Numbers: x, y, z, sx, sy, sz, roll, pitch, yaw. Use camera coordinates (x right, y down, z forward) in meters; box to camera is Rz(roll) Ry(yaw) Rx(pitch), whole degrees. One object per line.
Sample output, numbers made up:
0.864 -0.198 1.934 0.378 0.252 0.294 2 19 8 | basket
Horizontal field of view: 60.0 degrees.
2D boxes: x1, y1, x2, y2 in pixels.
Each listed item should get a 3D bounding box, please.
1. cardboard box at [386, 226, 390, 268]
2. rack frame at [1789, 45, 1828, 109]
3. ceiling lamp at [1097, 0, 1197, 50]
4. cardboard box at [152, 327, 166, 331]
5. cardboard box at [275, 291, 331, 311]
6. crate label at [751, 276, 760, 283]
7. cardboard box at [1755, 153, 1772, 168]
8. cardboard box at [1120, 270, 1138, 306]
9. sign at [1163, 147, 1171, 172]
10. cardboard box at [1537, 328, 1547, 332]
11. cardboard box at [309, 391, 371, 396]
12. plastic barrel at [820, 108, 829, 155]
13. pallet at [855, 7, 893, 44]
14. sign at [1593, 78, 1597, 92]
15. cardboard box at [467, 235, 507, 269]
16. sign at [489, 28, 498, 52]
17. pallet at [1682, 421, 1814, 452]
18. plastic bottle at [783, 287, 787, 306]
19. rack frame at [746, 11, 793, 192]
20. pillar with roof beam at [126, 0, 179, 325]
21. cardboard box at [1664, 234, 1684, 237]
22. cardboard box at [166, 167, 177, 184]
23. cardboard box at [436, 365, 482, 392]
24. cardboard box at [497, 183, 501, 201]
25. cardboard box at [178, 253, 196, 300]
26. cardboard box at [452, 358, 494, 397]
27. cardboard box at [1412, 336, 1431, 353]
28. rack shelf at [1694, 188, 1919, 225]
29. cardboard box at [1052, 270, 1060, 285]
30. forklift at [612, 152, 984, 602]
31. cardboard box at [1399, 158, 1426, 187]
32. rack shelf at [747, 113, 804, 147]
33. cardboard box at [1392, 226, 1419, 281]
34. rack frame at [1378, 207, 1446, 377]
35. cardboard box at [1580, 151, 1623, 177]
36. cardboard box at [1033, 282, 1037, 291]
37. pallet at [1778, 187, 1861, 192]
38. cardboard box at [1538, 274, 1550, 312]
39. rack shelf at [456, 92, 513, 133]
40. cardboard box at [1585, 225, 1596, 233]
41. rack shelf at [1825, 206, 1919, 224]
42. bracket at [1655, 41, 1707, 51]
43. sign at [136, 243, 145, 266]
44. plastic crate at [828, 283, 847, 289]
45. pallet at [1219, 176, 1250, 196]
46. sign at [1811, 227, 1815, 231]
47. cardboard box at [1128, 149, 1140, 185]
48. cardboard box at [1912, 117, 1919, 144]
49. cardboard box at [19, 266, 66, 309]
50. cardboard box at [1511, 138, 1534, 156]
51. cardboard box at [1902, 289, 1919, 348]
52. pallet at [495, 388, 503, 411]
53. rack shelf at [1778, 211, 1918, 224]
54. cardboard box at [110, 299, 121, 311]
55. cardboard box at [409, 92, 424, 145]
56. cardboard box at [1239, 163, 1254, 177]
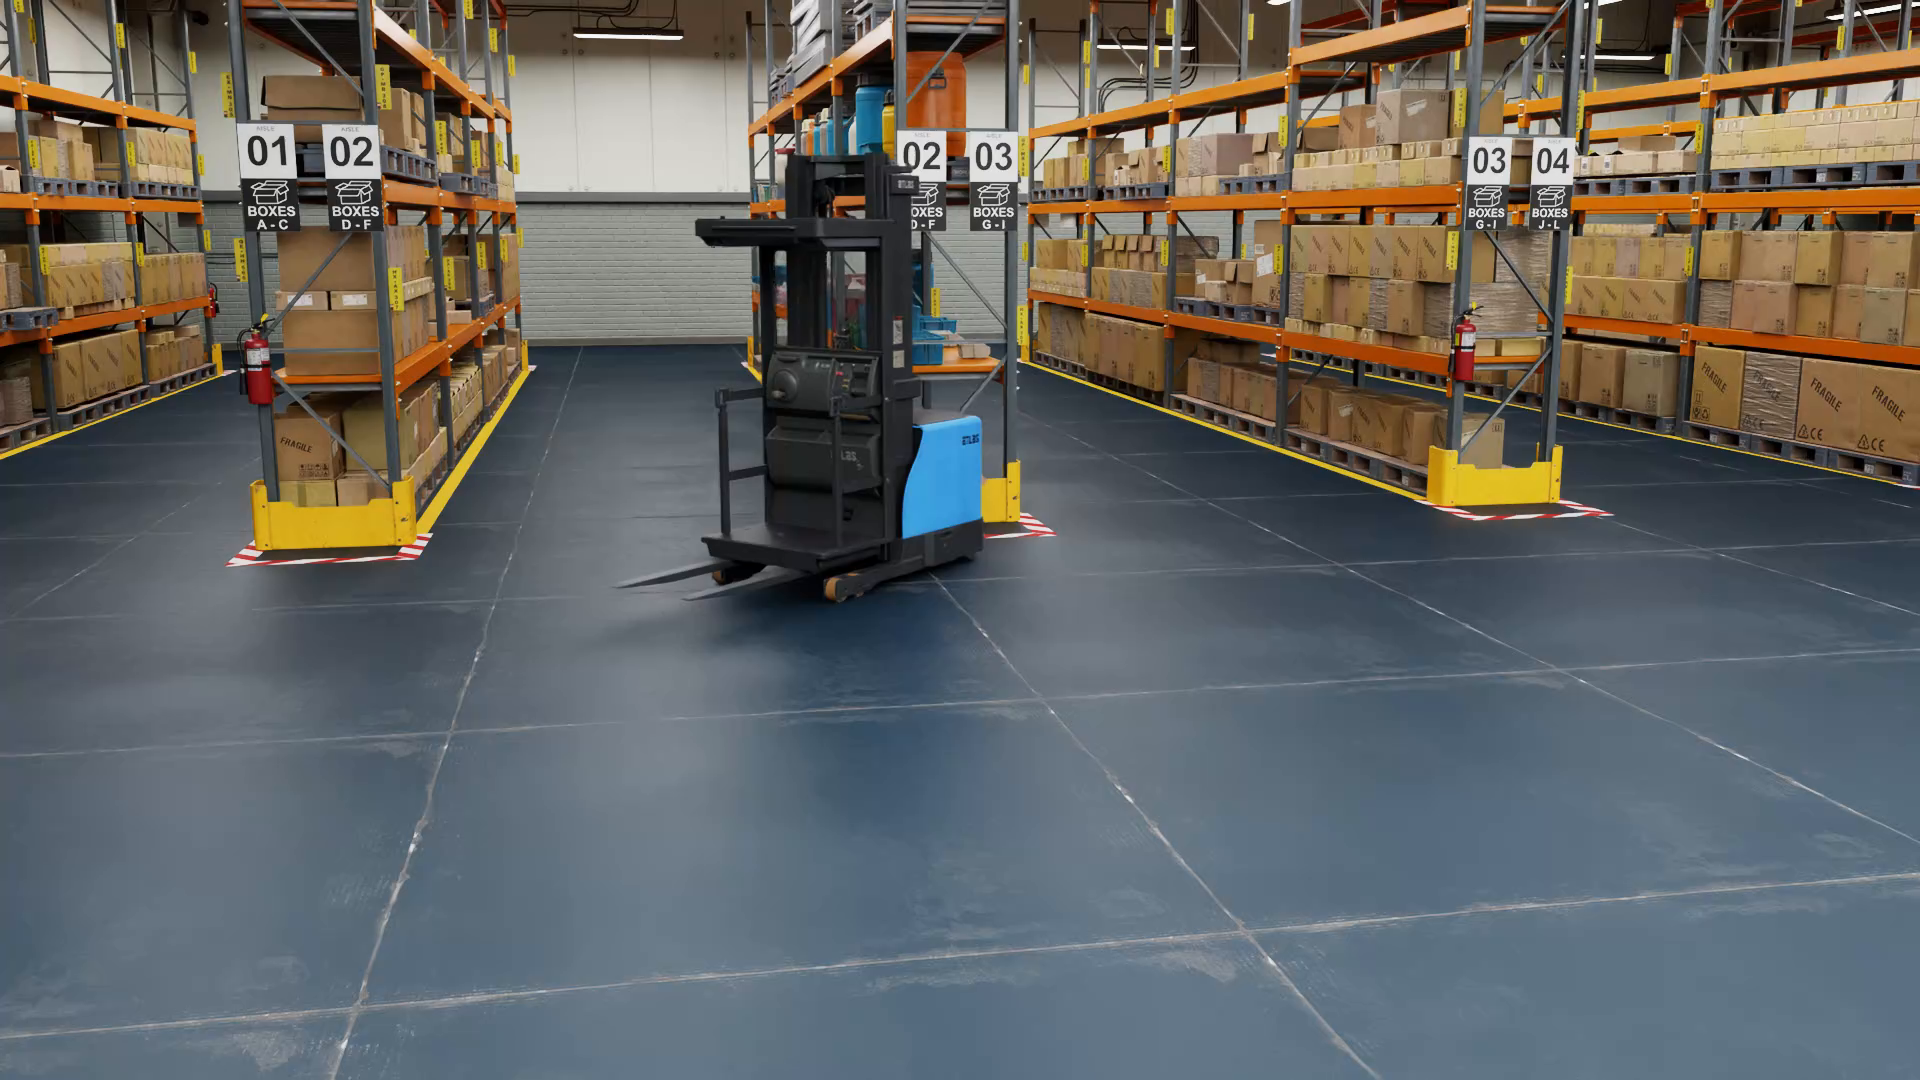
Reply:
-5.084 -2.328 13.667 0.700 0.500 0.500 -2 11 -12 | cardboard box
16.307 -8.232 32.380 1.000 3.000 0.127 -2 11 -11 | rack frame
3.683 -11.142 32.060 2.000 3.185 0.800 -2 11 -11 | ceiling lamp
-12.697 -3.252 26.088 0.380 0.149 0.250 -2 11 -11 | cardboard box
-5.149 -1.880 13.051 0.380 0.149 0.250 -2 11 -12 | cardboard box
-3.415 -4.453 28.859 0.416 0.233 0.303 -2 11 -11 | crate label
8.822 -4.092 17.930 0.380 0.149 0.250 -2 11 -12 | cardboard box
2.642 -3.687 24.278 0.500 0.500 0.500 -2 11 -10 | cardboard box
2.728 -5.024 21.953 0.100 0.325 0.005 -2 11 -11 | sign
8.263 -2.920 24.072 0.500 0.250 0.500 -3 11 -14 | cardboard box
-5.688 -1.127 15.321 0.500 0.500 0.500 -2 11 -11 | cardboard box
-1.245 -4.288 18.338 0.600 0.901 0.600 0 11 0 | plastic barrel
-0.378 -4.646 15.113 1.003 0.211 1.213 -2 11 -11 | pallet
11.974 -8.566 31.423 0.100 0.325 0.005 -2 11 -11 | sign
-7.037 -4.287 24.757 0.500 0.500 0.500 -2 11 -10 | cardboard box
-6.678 -7.155 23.801 0.100 0.325 0.005 -2 11 -11 | sign
9.008 -1.192 18.896 1.003 0.211 1.213 -2 11 -11 | pallet
-2.466 -3.500 23.896 0.152 0.276 0.135 -2 11 -11 | plastic bottle
-3.140 -7.510 28.589 1.000 3.000 0.127 -2 11 -11 | rack frame
-10.009 -7.770 29.955 9.100 9.000 0.548 -2 11 -11 | pillar with roof beam
12.021 -4.819 27.553 0.500 0.500 0.500 -2 11 -10 | cardboard box
-12.247 -5.543 25.285 0.500 0.250 0.500 -2 11 -13 | cardboard box
-6.100 -1.961 20.206 0.500 0.311 0.500 -2 11 -10 | cardboard box
-7.073 -5.148 24.602 0.500 0.250 0.500 -2 11 -11 | cardboard box
-12.596 -4.124 26.040 0.980 0.700 0.700 -2 11 -11 | cardboard box
-6.359 -2.094 21.687 0.500 0.500 0.500 -3 11 -13 | cardboard box
4.425 -1.820 15.409 0.380 0.149 0.250 -2 11 -11 | cardboard box
9.326 -3.458 17.242 1.077 0.370 4.000 -2 11 -11 | rack shelf
1.855 -4.435 28.082 0.500 0.250 0.500 -2 11 -12 | cardboard box
-1.068 -1.127 11.278 1.130 2.935 3.031 7 13 34 | forklift
4.387 -3.379 15.308 0.500 0.250 0.500 -2 11 -11 | cardboard box
-2.751 -6.594 26.766 1.077 0.370 4.000 -2 11 -11 | rack shelf
4.378 -2.679 15.511 0.500 0.500 0.500 -2 11 -11 | cardboard box
7.381 -4.172 27.092 1.000 3.000 0.127 -2 11 -11 | rack frame
8.282 -4.796 21.199 0.500 0.311 0.500 -2 11 -12 | cardboard box
1.515 -4.496 29.467 0.380 0.149 0.250 -2 11 -12 | cardboard box
12.818 -5.133 24.628 1.213 0.211 1.003 -2 11 -8 | pallet
8.083 -3.302 22.254 0.500 0.500 0.500 -2 11 -12 | cardboard box
-7.611 -6.609 25.786 1.077 0.370 4.000 -2 11 -11 | rack shelf
11.497 -5.602 29.928 0.380 0.149 0.250 -2 11 -12 | cardboard box
13.384 -4.390 22.140 1.077 0.370 4.000 -2 11 -11 | rack shelf
15.695 -11.103 37.838 0.076 0.066 5.218 -2 11 -11 | bracket
-11.550 -4.021 23.414 0.100 0.325 0.005 -2 11 -11 | sign
-1.570 -2.820 19.819 0.402 0.464 0.583 -2 11 -11 | plastic crate
3.832 -4.231 19.884 1.213 0.211 1.003 -2 11 -11 | pallet
16.856 -6.026 32.890 0.100 0.325 0.005 -2 11 -11 | sign
2.856 -5.381 24.022 0.797 0.503 0.637 -2 11 -12 | cardboard box
9.346 -3.852 15.604 0.500 0.250 0.500 -2 11 -10 | cardboard box
-11.145 -3.039 20.026 0.500 0.500 0.500 -2 11 -9 | cardboard box
5.003 -3.464 14.684 0.380 0.149 0.250 -2 11 -11 | cardboard box
9.599 -2.111 15.863 0.875 0.550 0.550 -2 11 -11 | cardboard box
-6.786 -1.908 22.658 1.003 0.211 1.213 -2 11 -11 | pallet
16.696 -6.038 30.801 1.077 0.370 4.000 -2 11 -11 | rack shelf
-11.549 -3.163 22.412 0.380 0.149 0.250 -2 11 -11 | cardboard box
-5.747 -4.272 16.869 0.500 0.500 0.500 -2 11 -10 | cardboard box
3.589 -4.448 20.022 0.380 0.166 0.250 -2 11 -13 | cardboard box
